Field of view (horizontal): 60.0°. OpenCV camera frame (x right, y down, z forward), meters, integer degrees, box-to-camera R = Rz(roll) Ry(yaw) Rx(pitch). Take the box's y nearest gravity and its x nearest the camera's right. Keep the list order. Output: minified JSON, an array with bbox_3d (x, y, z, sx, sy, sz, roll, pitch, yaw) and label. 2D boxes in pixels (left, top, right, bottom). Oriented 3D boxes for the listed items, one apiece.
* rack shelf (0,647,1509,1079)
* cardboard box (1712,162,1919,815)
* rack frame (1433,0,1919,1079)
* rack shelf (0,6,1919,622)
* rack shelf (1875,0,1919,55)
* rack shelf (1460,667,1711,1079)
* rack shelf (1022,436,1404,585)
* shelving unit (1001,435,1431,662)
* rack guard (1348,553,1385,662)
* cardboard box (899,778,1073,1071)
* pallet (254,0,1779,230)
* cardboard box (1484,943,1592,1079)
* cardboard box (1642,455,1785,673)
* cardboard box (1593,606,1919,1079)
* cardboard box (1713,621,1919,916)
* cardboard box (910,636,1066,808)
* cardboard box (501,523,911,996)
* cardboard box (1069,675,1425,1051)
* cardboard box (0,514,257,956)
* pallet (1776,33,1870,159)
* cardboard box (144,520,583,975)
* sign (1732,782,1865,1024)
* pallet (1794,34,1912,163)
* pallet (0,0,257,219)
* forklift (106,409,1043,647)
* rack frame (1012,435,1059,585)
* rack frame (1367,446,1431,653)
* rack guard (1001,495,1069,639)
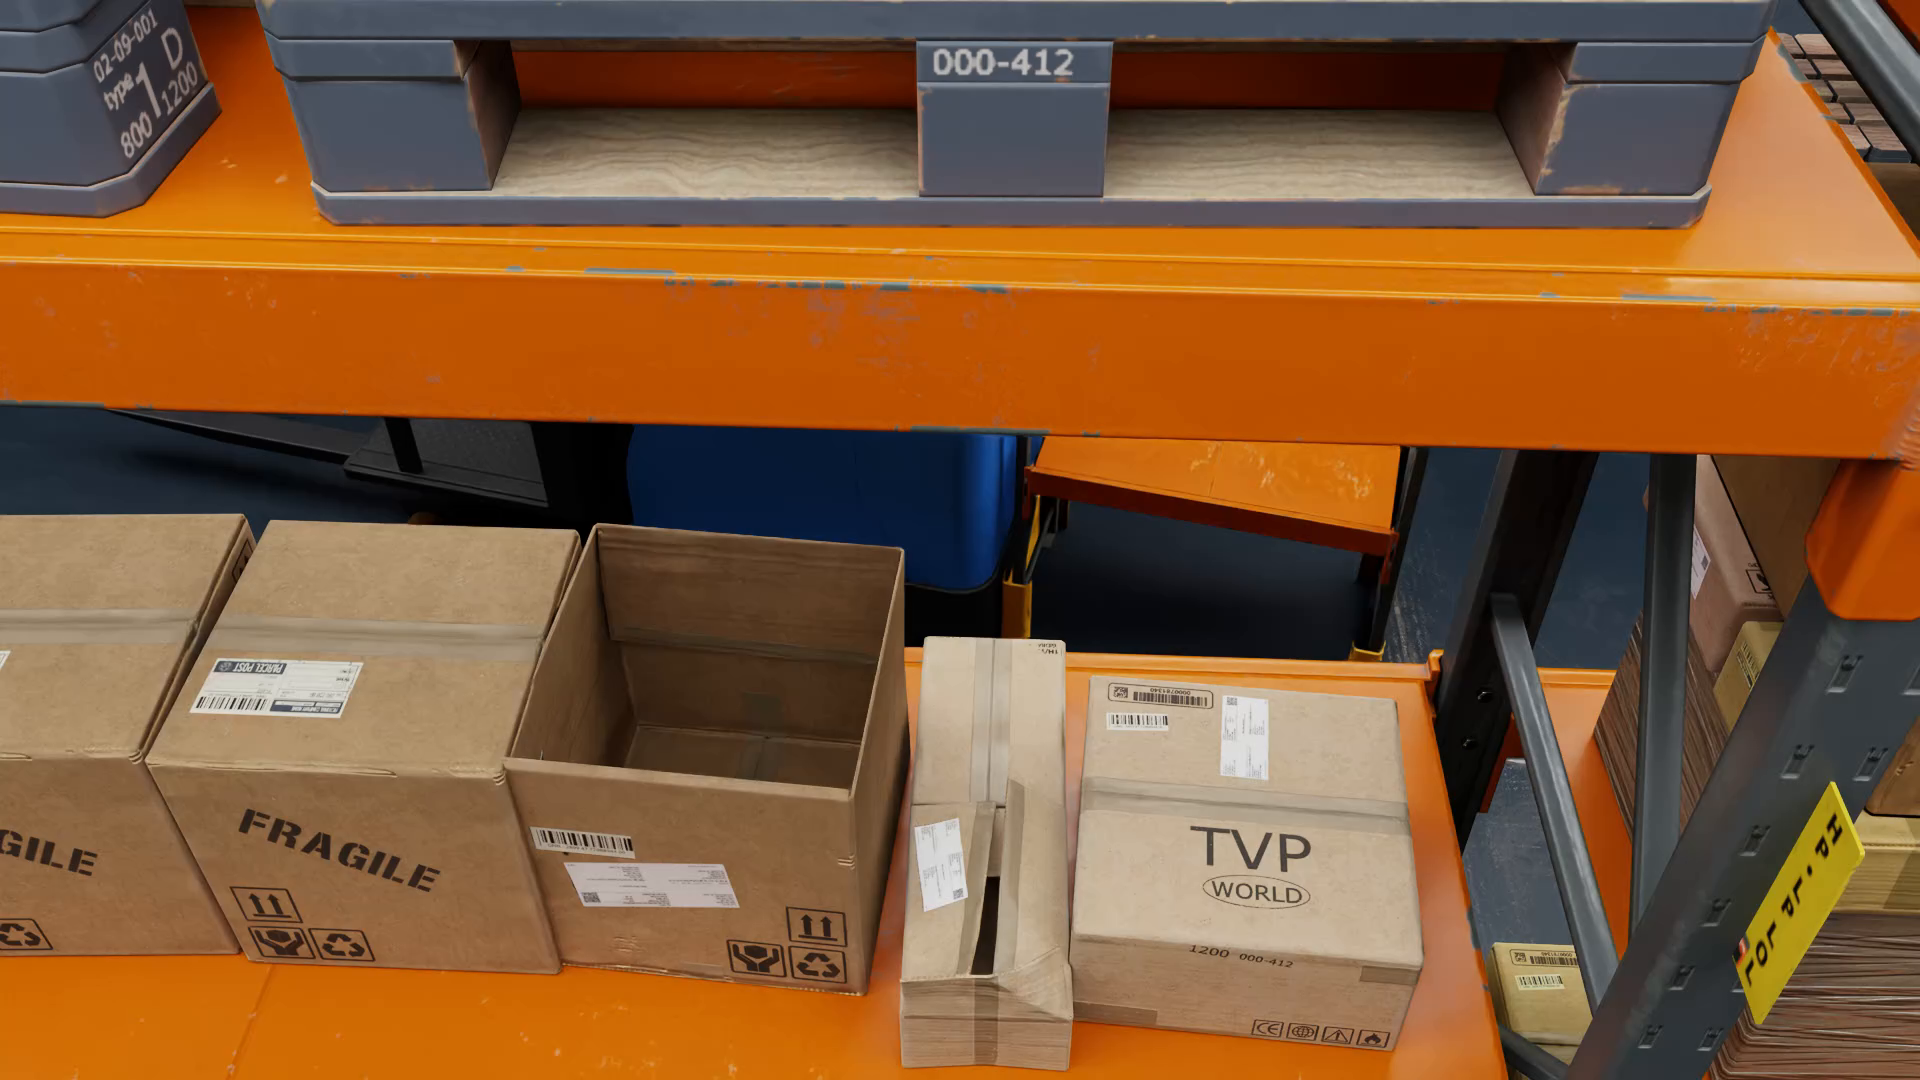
[{"bbox_3d":[-1.069,0.629,2.902,4.000,0.370,1.077,2,43,2],"label":"rack shelf"},{"bbox_3d":[1.373,-0.075,2.104,0.500,0.500,0.700,2,43,2],"label":"cardboard box"},{"bbox_3d":[0.929,0.427,2.591,0.127,3.000,1.000,2,43,2],"label":"rack frame"},{"bbox_3d":[-1.069,-0.469,1.879,4.000,0.370,1.077,2,43,2],"label":"rack shelf"},{"bbox_3d":[2.927,-0.346,1.748,4.000,0.370,1.077,2,43,2],"label":"rack shelf"},{"bbox_3d":[2.927,0.752,2.770,4.000,0.370,1.077,2,43,2],"label":"rack shelf"},{"bbox_3d":[0.722,-0.206,4.634,1.000,0.185,0.538,11,44,11],"label":"rack shelf"},{"bbox_3d":[0.713,-0.339,4.513,1.083,1.500,0.587,11,44,11],"label":"shelving unit"},{"bbox_3d":[1.193,0.208,4.843,0.087,0.250,0.587,11,44,11],"label":"rack guard"},{"bbox_3d":[0.043,0.574,2.531,0.258,0.266,0.396,1,43,1],"label":"cardboard box"},{"bbox_3d":[0.048,-0.619,1.653,1.217,0.209,0.805,0,43,0],"label":"pallet"},{"bbox_3d":[1.402,1.145,3.529,0.500,0.250,0.500,2,43,2],"label":"cardboard box"},{"bbox_3d":[1.211,0.016,2.483,0.250,0.149,0.380,2,43,2],"label":"cardboard box"},{"bbox_3d":[1.373,0.400,2.547,0.500,0.500,0.700,1,43,1],"label":"cardboard box"},{"bbox_3d":[1.189,0.293,2.185,0.250,0.149,0.380,2,43,2],"label":"cardboard box"},{"bbox_3d":[0.053,0.353,2.855,0.250,0.149,0.380,2,43,2],"label":"cardboard box"},{"bbox_3d":[-0.363,0.340,2.611,0.500,0.500,0.500,5,43,5],"label":"cardboard box"},{"bbox_3d":[0.435,0.497,2.626,0.500,0.250,0.500,4,43,5],"label":"cardboard box"},{"bbox_3d":[-1.390,0.308,2.645,0.500,0.500,0.500,0,43,0],"label":"cardboard box"},{"bbox_3d":[3.047,-1.841,7.071,1.213,0.211,1.003,2,43,2],"label":"pallet"},{"bbox_3d":[-0.864,0.324,2.628,0.500,0.500,0.500,2,43,2],"label":"cardboard box"},{"bbox_3d":[0.915,0.402,1.826,0.005,0.325,0.100,2,43,2],"label":"sign"},{"bbox_3d":[4.263,-1.801,7.029,1.213,0.211,1.003,2,43,2],"label":"pallet"},{"bbox_3d":[-1.267,-0.732,1.773,1.213,0.211,1.003,4,43,4],"label":"pallet"},{"bbox_3d":[-1.246,-1.296,4.491,3.031,2.935,1.130,11,44,11],"label":"forklift"},{"bbox_3d":[0.231,-0.429,4.610,0.032,1.500,0.500,11,44,11],"label":"rack frame"},{"bbox_3d":[1.212,-0.246,4.413,0.032,1.500,0.500,11,44,11],"label":"rack frame"},{"bbox_3d":[0.233,0.029,5.036,0.087,0.250,0.587,11,44,11],"label":"rack guard"}]
